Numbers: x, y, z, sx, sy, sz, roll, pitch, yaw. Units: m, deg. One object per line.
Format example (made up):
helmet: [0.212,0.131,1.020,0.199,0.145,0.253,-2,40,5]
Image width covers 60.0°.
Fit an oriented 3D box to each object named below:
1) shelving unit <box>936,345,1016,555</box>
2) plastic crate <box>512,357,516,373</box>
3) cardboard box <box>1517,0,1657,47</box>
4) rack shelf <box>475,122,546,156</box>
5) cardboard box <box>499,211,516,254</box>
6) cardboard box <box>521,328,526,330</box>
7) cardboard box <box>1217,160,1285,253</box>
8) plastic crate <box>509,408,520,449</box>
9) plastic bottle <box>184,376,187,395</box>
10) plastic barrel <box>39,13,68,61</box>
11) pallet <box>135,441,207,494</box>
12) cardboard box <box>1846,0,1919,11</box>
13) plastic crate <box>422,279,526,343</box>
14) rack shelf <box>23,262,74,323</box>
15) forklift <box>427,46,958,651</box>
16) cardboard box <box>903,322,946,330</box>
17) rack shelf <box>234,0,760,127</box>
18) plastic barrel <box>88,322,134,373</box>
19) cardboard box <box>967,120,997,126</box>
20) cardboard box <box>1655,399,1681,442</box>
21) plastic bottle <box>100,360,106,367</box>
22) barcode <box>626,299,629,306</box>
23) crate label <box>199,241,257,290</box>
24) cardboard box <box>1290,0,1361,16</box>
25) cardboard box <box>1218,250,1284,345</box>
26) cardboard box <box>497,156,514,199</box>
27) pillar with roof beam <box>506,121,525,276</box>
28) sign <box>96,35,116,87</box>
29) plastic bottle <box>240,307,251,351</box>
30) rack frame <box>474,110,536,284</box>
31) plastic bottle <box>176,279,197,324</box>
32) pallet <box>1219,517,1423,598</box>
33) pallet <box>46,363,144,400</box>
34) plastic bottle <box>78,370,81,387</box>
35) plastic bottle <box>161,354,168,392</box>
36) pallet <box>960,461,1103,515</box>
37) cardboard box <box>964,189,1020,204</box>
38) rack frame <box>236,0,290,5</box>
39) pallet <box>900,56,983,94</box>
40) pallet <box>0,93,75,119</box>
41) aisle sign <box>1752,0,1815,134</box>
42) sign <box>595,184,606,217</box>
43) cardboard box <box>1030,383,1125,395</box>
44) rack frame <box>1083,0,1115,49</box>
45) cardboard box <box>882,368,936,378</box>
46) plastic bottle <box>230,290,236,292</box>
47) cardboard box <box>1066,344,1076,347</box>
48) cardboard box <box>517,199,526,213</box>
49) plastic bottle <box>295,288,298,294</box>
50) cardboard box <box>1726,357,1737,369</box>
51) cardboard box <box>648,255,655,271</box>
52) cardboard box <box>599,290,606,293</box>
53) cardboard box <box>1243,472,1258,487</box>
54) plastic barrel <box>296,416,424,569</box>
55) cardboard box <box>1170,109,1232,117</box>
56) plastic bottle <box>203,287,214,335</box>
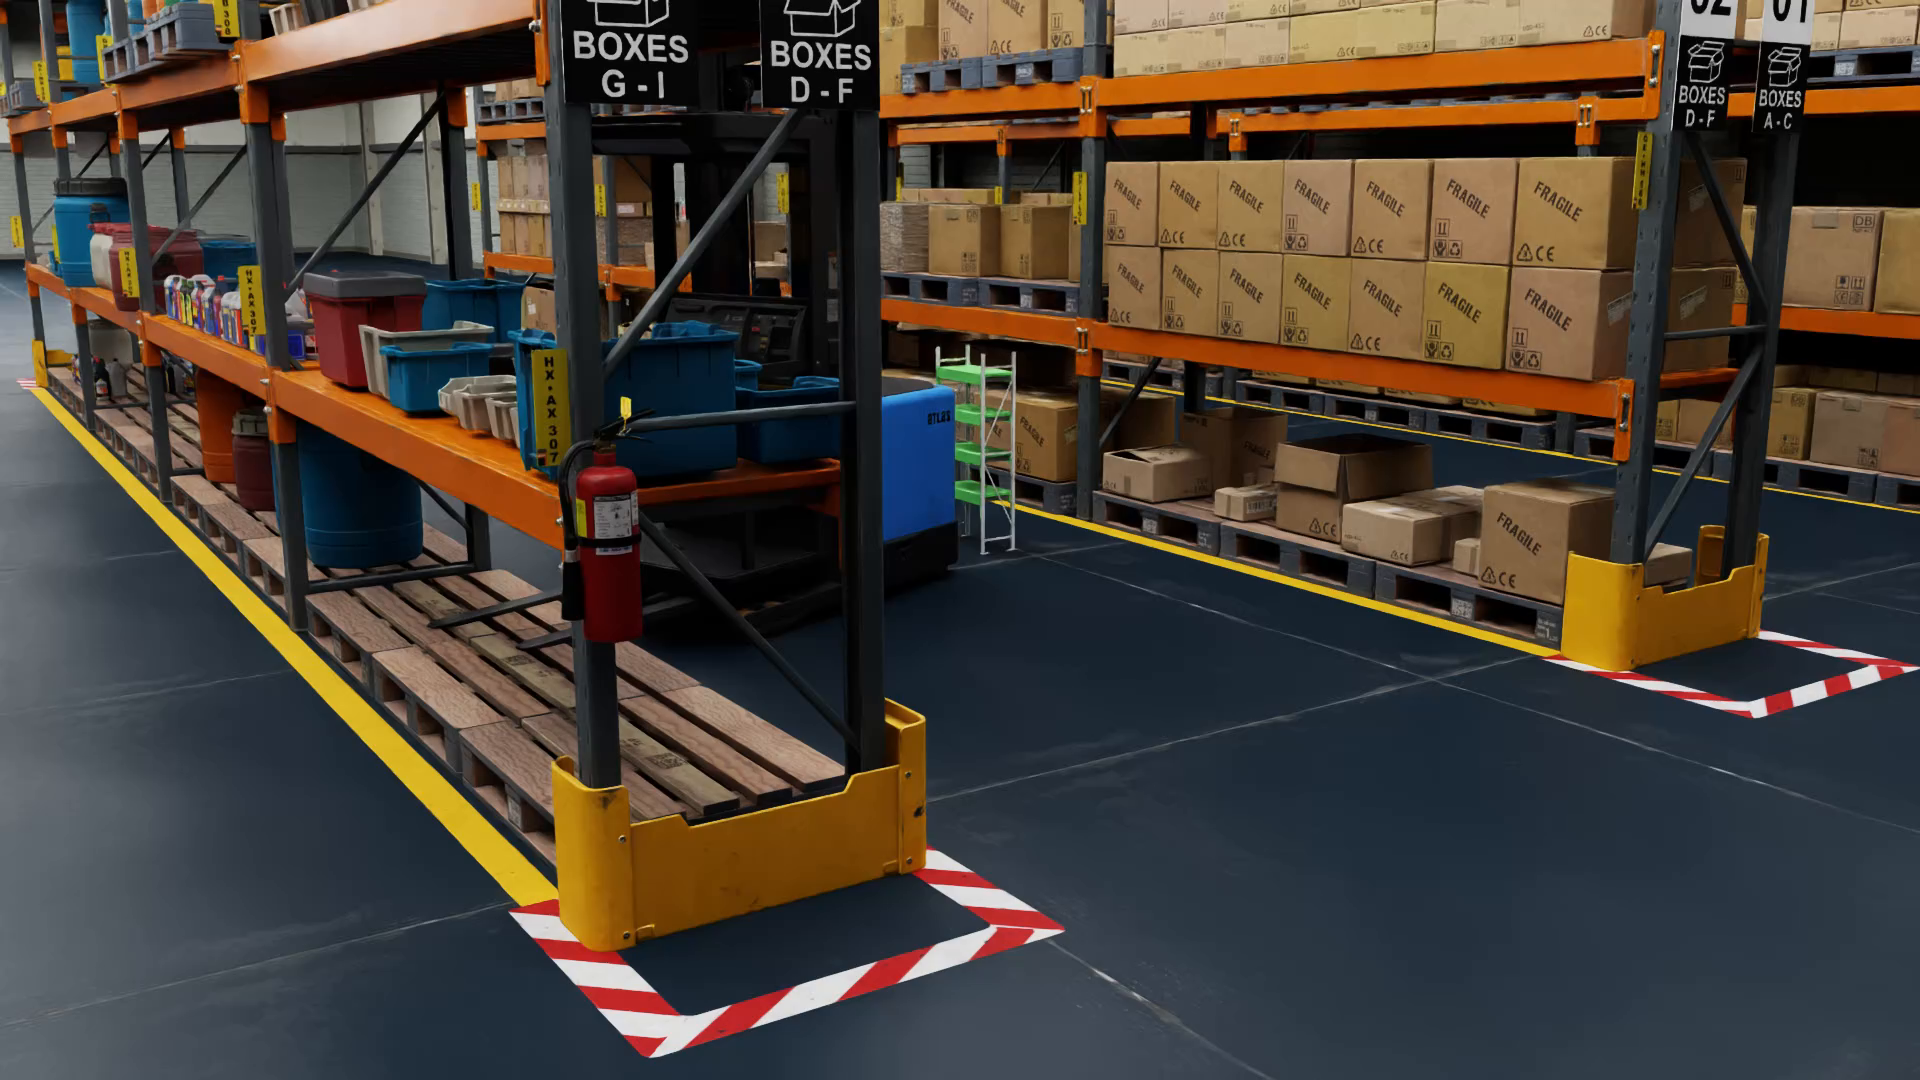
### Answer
shelving unit: [0.092,-0.557,10.099,0.258,1.200,0.503,-8,15,-33]
plastic crate: [-1.693,-0.696,6.999,0.293,0.136,0.466,-8,15,-33]
cardboard box: [2.930,-2.396,7.627,0.500,0.250,0.500,-8,15,-33]
rack shelf: [-4.323,-4.548,18.798,1.077,0.370,4.000,-8,15,-33]
cardboard box: [-5.183,-3.754,20.271,0.700,0.500,0.500,-8,15,-33]
cardboard box: [-5.039,-2.441,19.956,0.500,0.250,0.500,-8,15,-33]
cardboard box: [1.815,-1.892,9.418,0.500,0.500,0.500,-9,15,-34]
plastic crate: [-1.294,-0.382,5.565,0.396,0.136,0.243,-8,15,-33]
plastic bottle: [-7.208,-1.467,15.568,0.097,0.201,0.097,0,12,0]
plastic barrel: [-9.182,-5.013,17.252,0.600,0.830,0.708,-8,15,-33]
pallet: [-5.521,-0.561,12.433,1.003,0.211,1.213,-8,15,-33]
cardboard box: [6.359,-3.823,11.180,0.500,0.500,0.500,-9,15,-35]
plastic crate: [-2.365,-1.048,8.031,0.392,0.384,0.575,-8,15,-33]
rack shelf: [-8.448,-2.497,16.440,1.077,0.370,4.000,-8,15,-33]
forklift: [-1.274,-1.048,8.292,1.130,2.935,3.031,9,15,34]
cardboard box: [-0.320,-2.999,21.874,0.700,0.500,0.500,-9,15,-36]
rack shelf: [-1.800,-1.828,6.361,1.077,0.370,4.000,-8,15,-33]
plastic barrel: [-8.851,-1.996,17.310,0.421,0.512,0.421,0,12,0]
cardboard box: [0.420,-5.250,20.045,0.500,0.500,0.500,-8,14,-31]
cardboard box: [5.668,-1.081,13.152,0.700,0.500,0.500,-8,15,-32]
plastic bottle: [-8.151,-1.569,15.843,0.061,0.283,0.133,-8,15,-33]
barcode: [-3.420,-2.446,17.100,0.001,0.075,0.075,-8,15,-33]
crate label: [-5.449,-2.007,12.435,0.502,0.435,0.616,-8,15,-33]
cardboard box: [2.103,-2.908,8.796,0.500,0.250,0.500,-8,15,-33]
cardboard box: [1.835,-1.401,9.514,0.500,0.500,0.500,-8,15,-33]
cardboard box: [-5.154,-4.378,20.089,0.700,0.500,0.500,-8,15,-33]
pillar with roof beam: [-13.758,-9.977,34.919,9.100,9.000,0.548,-8,15,-33]
sign: [-5.578,-3.129,10.871,0.100,0.325,0.005,-8,15,-33]
plastic bottle: [-3.792,-1.203,8.957,0.144,0.351,0.185,-8,15,-33]
rack frame: [-5.431,-3.789,20.668,1.000,3.000,0.127,-8,15,-33]
plastic bottle: [-4.897,-1.523,10.594,0.152,0.276,0.135,-8,15,-33]
pallet: [2.277,0.047,9.655,1.003,0.211,1.213,-8,15,-33]
pallet: [-9.030,-1.688,17.588,1.003,0.211,1.213,-8,15,-33]
plastic bottle: [-8.511,-1.596,16.158,0.097,0.201,0.097,0,12,0]
plastic bottle: [-7.562,-1.589,15.776,0.144,0.351,0.185,-8,15,-33]
pallet: [0.736,-0.433,11.848,1.003,0.211,1.213,-8,15,-33]
cardboard box: [0.388,-4.015,20.250,0.500,0.500,0.500,-8,15,-33]
rack frame: [-2.908,-4.000,7.590,1.000,3.000,0.127,-8,15,-33]
pallet: [0.338,-3.337,12.019,1.213,0.211,1.003,-8,15,-33]
pallet: [-9.180,-4.418,16.964,1.003,0.211,1.213,-8,15,-33]
aisle sign: [3.716,-2.236,7.482,0.394,0.787,0.004,-8,15,-33]
sign: [-3.676,-3.474,17.012,0.100,0.325,0.005,-8,15,-33]
cardboard box: [0.848,-0.857,12.082,0.500,0.500,0.500,-8,15,-32]
rack frame: [1.218,-4.586,10.268,1.000,3.000,0.127,-8,15,-33]
cardboard box: [-0.416,-1.063,13.024,0.500,0.500,0.500,-8,15,-34]
plastic bottle: [-4.191,-1.307,9.616,0.097,0.271,0.097,0,12,0]
cardboard box: [1.657,-2.444,19.337,0.700,0.500,0.500,-8,15,-34]
cardboard box: [-4.969,-3.923,19.529,0.380,0.149,0.250,-8,15,-34]
plastic bottle: [-4.496,-1.640,11.303,0.097,0.201,0.097,0,12,0]
cardboard box: [5.706,-1.315,12.705,0.380,0.149,0.250,-8,14,-31]
cardboard box: [-2.894,-2.773,16.611,0.380,0.149,0.250,-8,15,-33]
cardboard box: [-4.201,-2.542,18.660,0.500,0.500,0.500,-8,15,-33]
cardboard box: [2.027,-0.350,10.584,0.380,0.149,0.250,-8,15,-33]
plastic barrel: [-3.195,-0.348,8.862,0.600,0.901,0.708,-8,15,-33]
cardboard box: [2.500,-4.481,16.973,0.500,0.311,0.500,-8,15,-33]
plastic bottle: [-4.385,-1.358,9.843,0.152,0.276,0.135,-8,15,-33]
